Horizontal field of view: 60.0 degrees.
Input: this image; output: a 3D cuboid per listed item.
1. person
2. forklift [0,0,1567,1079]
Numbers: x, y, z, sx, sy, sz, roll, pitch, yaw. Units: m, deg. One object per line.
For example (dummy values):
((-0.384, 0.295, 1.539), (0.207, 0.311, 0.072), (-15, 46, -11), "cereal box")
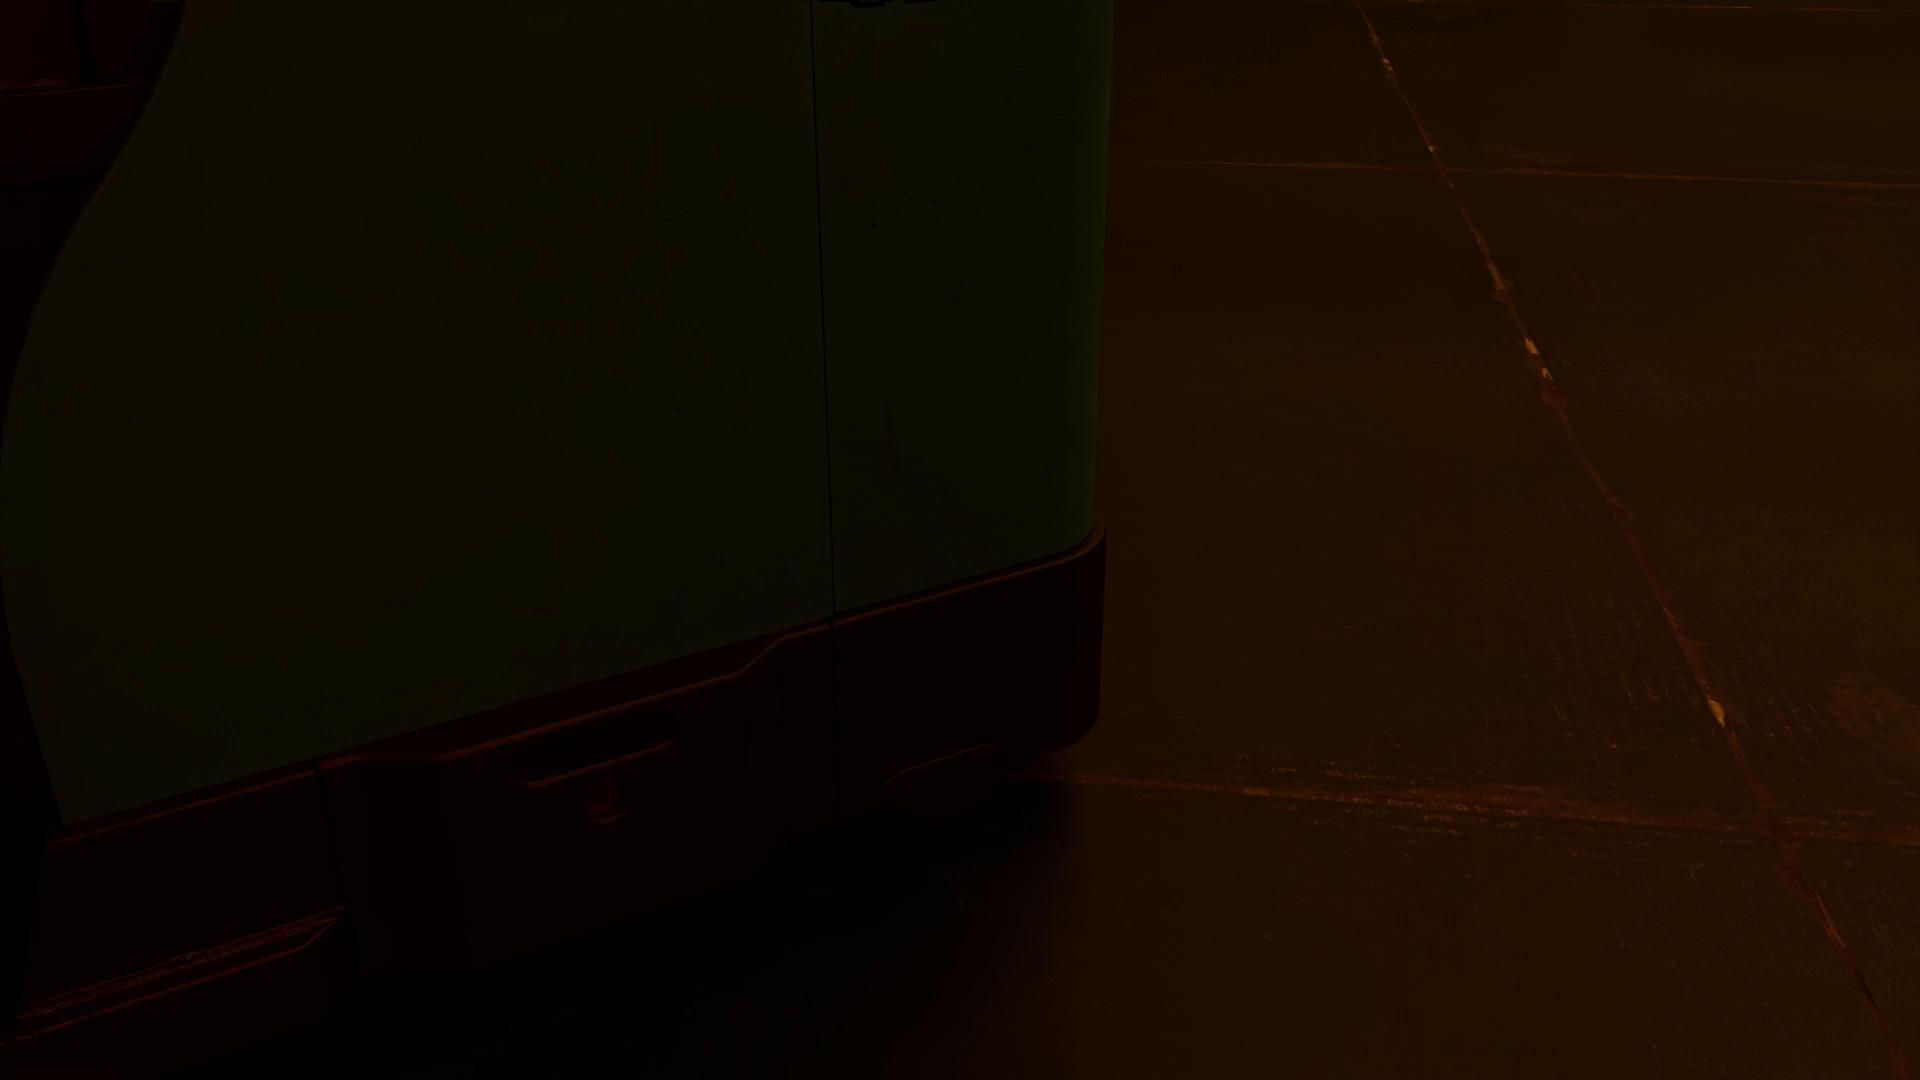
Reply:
((-2.291, -1.951, 4.433), (0.648, 1.777, 0.450), (-21, 33, -36), "person")
((-0.176, -1.033, 1.286), (1.130, 2.935, 3.031), (13, 29, 24), "forklift")
